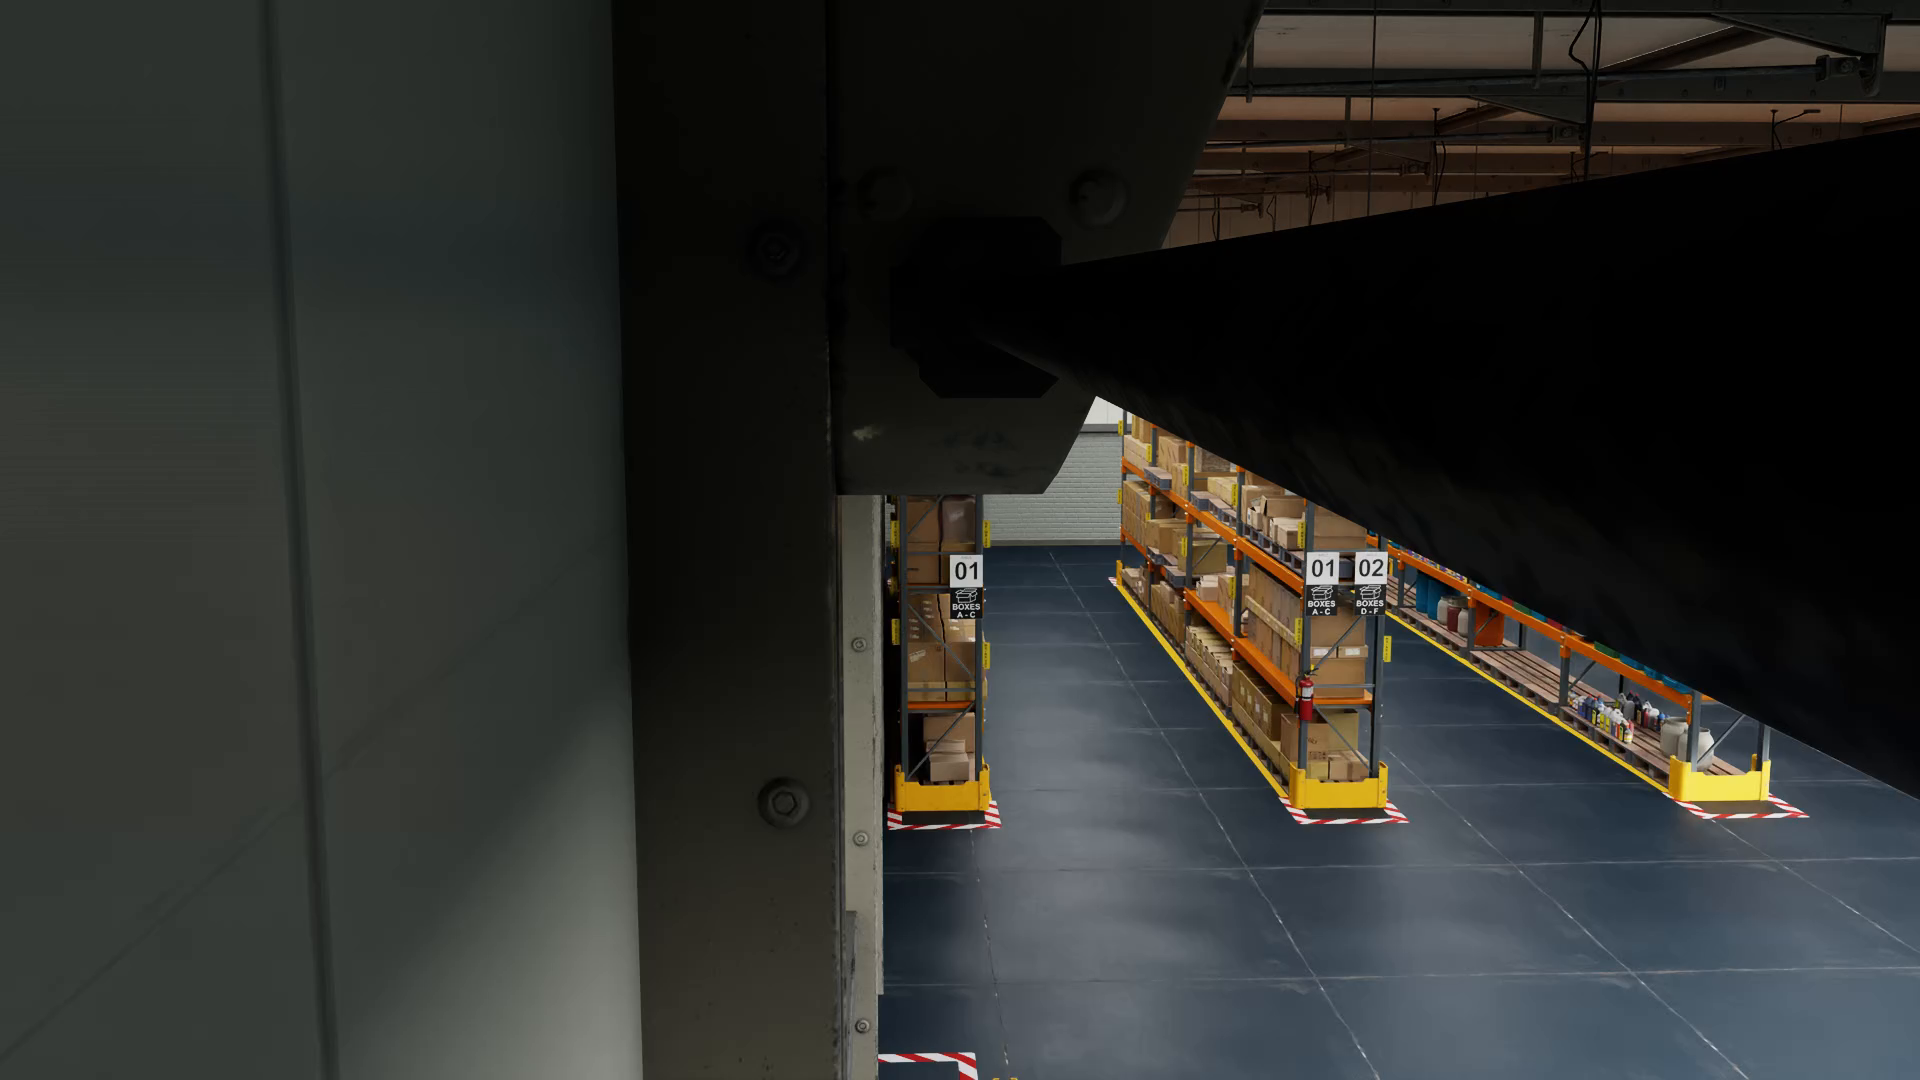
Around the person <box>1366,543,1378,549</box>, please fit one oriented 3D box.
[{"bbox_3d":[9.303,-0.022,37.750,0.790,1.640,0.612,1,8,7],"label":"person"}]
